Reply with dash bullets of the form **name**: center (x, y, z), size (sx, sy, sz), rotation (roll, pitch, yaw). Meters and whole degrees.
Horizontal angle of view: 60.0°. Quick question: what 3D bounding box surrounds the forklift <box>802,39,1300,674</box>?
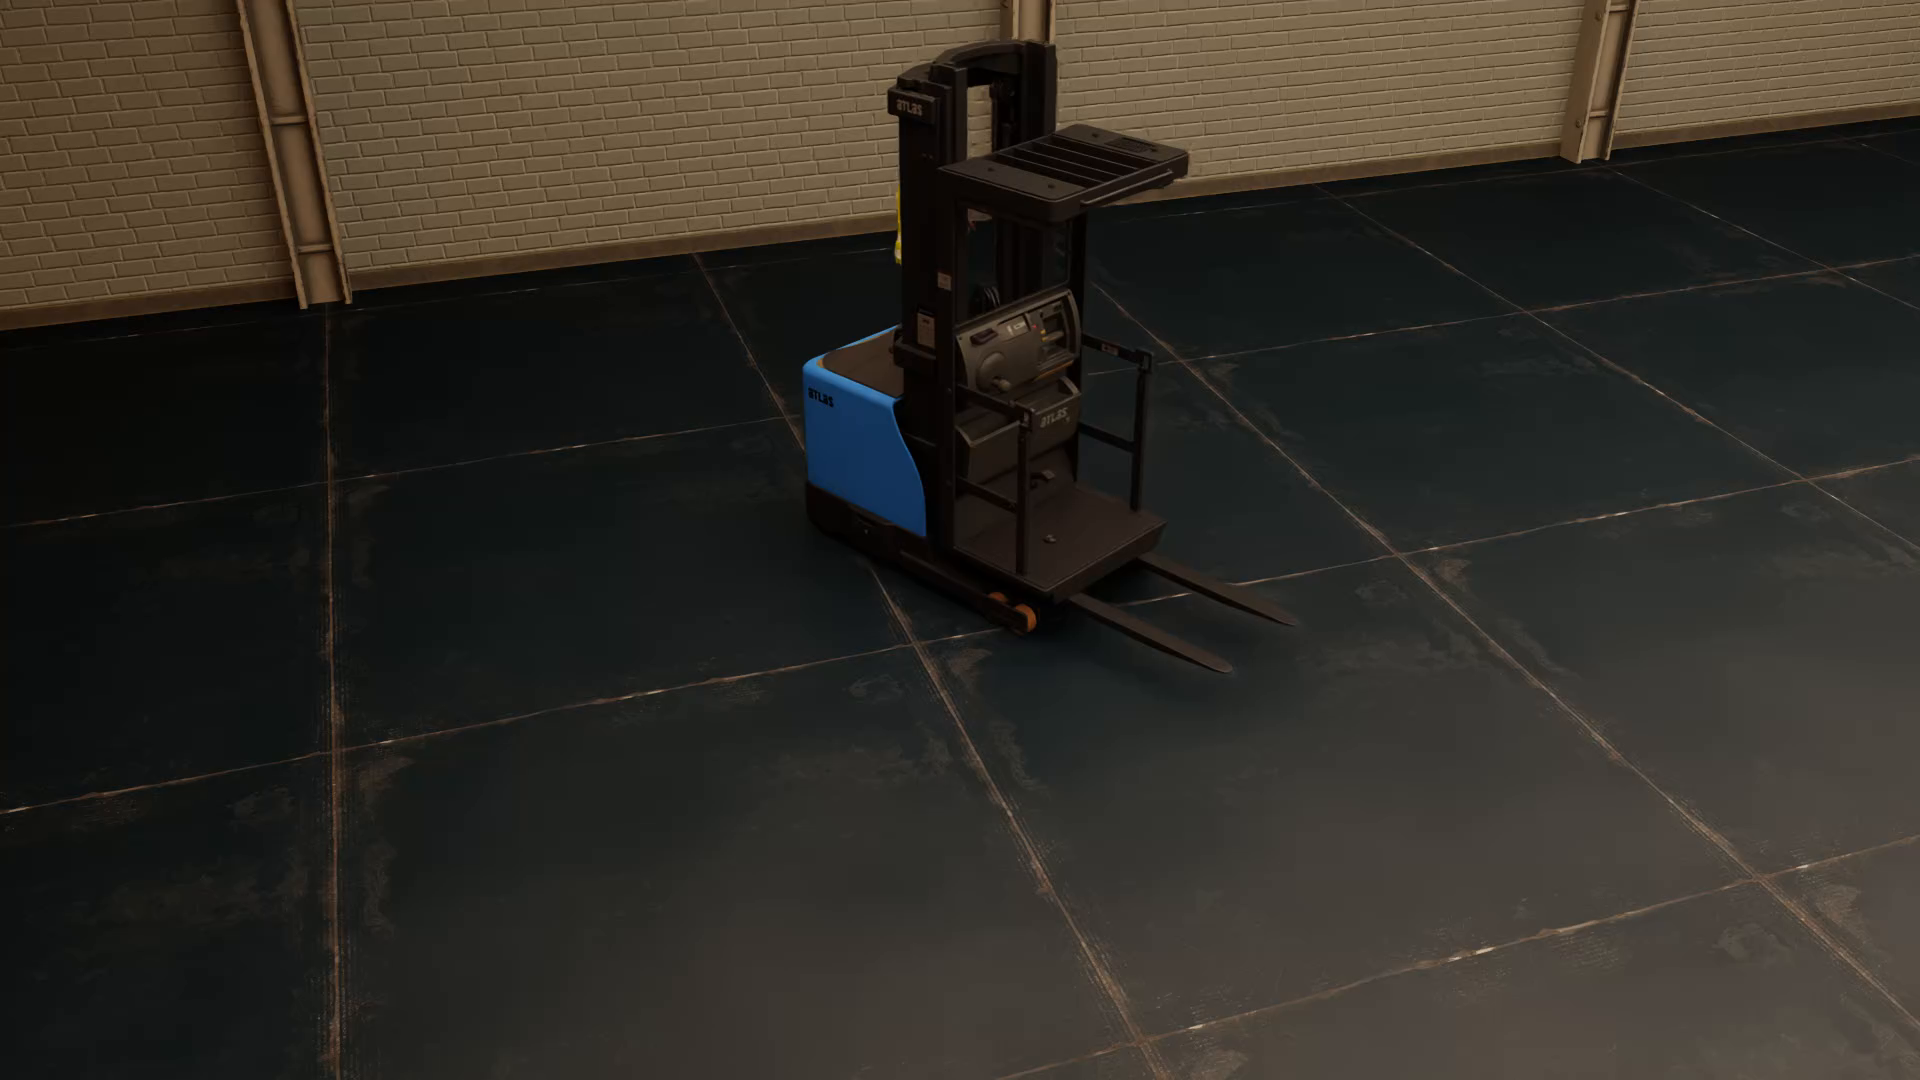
- **forklift**: center (0.479, -1.044, 8.901), size (3.031, 2.935, 1.130), rotation (25, 38, 37)

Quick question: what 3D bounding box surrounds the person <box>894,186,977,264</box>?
- **person**: center (-0.102, -2.106, 12.082), size (0.806, 1.599, 0.816), rotation (-25, 38, -36)
